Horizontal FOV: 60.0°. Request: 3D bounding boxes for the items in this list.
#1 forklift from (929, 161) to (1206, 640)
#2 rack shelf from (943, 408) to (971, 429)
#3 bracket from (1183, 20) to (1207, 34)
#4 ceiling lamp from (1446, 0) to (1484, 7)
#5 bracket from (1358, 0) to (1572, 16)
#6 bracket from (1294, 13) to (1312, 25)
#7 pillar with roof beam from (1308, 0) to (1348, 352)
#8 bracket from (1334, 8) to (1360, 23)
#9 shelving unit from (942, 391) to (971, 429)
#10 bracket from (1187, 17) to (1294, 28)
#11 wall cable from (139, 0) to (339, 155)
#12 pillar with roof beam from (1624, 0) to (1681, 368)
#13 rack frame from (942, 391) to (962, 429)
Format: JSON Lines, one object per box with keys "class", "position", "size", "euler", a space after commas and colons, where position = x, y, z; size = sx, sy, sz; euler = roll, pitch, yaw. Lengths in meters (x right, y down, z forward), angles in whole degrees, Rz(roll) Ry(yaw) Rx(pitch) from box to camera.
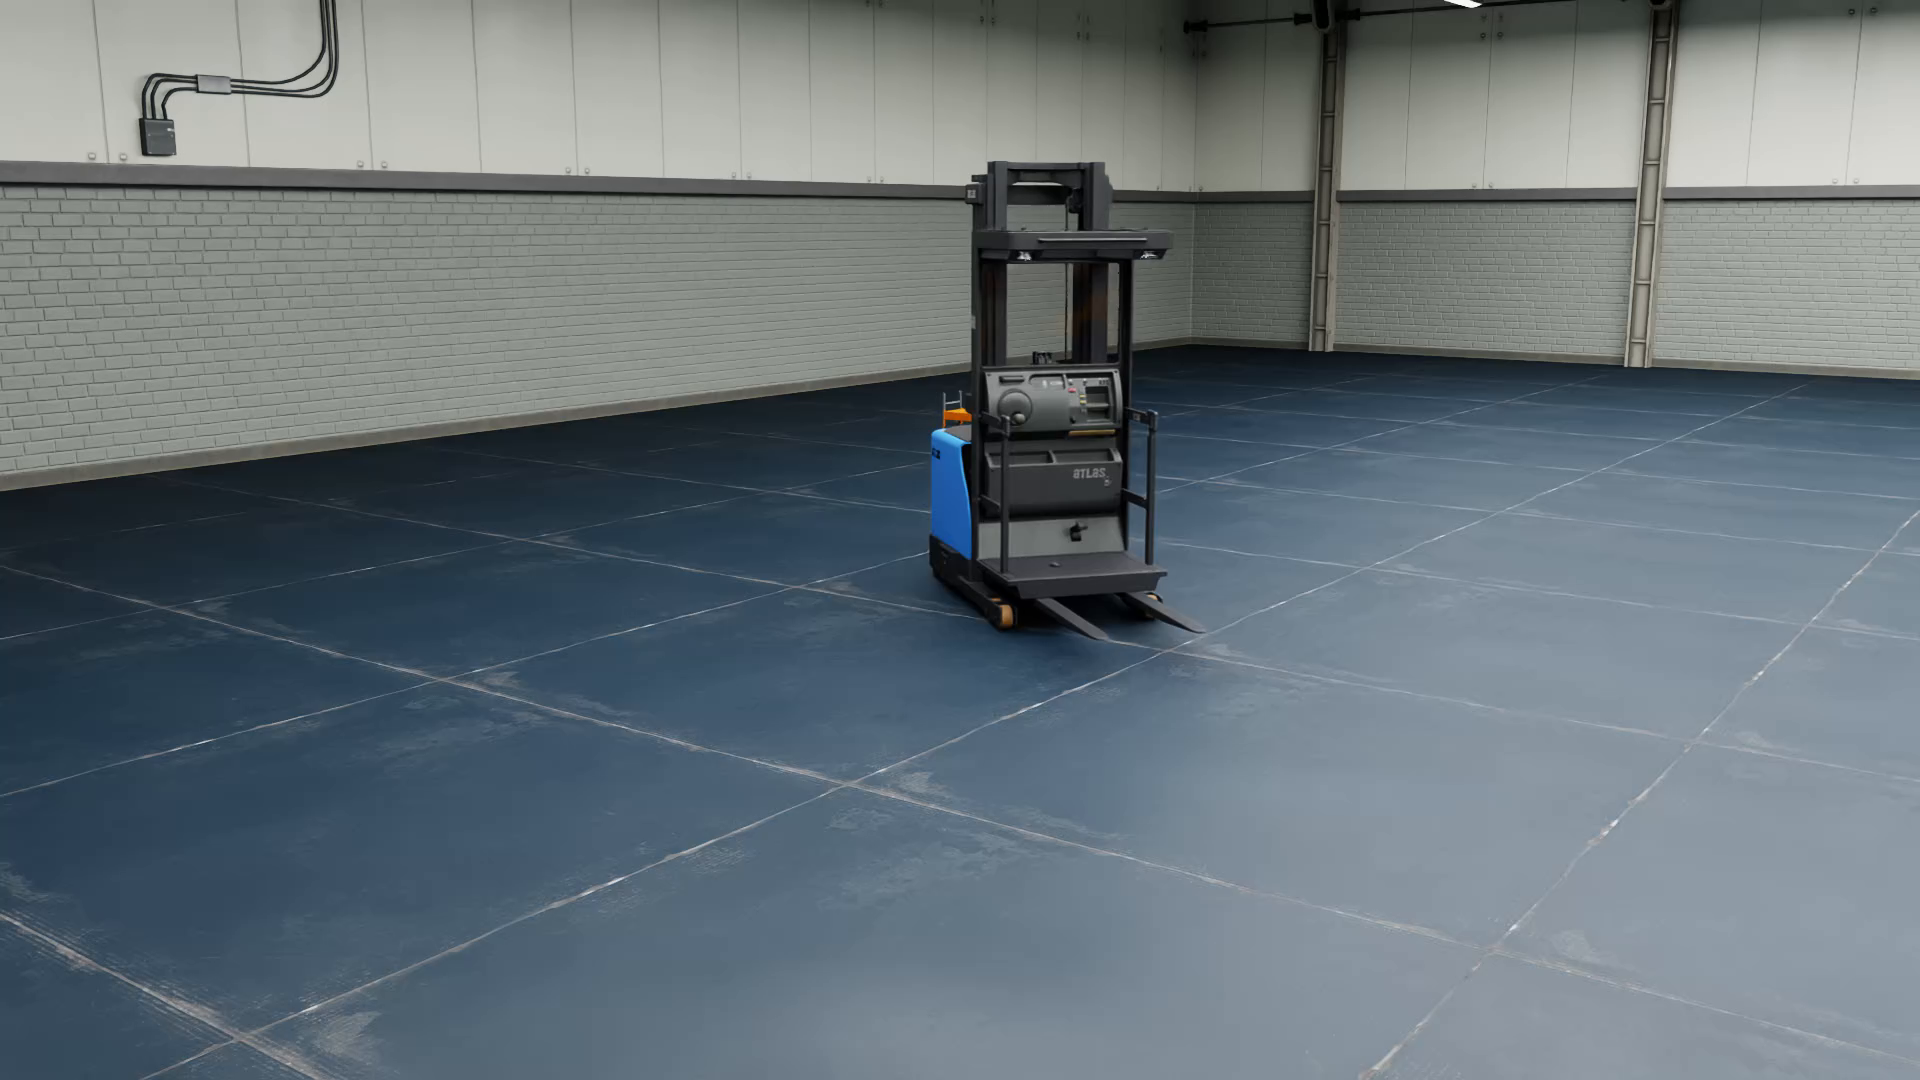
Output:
{"class": "forklift", "position": [0.680, -0.950, 10.723], "size": [1.130, 2.935, 3.031], "euler": [-3, 11, -16]}
{"class": "rack shelf", "position": [0.133, -0.956, 13.245], "size": [0.480, 0.148, 0.258], "euler": [8, 13, 36]}
{"class": "bracket", "position": [4.675, -10.180, 32.982], "size": [0.430, 0.232, 0.235], "euler": [8, 13, 36]}
{"class": "ceiling lamp", "position": [7.308, -9.826, 25.261], "size": [0.800, 3.185, 2.000], "euler": [8, 13, 36]}
{"class": "bracket", "position": [9.331, -9.531, 29.625], "size": [4.783, 0.066, 0.076], "euler": [8, 13, 36]}
{"class": "bracket", "position": [6.585, -9.914, 31.605], "size": [0.430, 0.232, 0.235], "euler": [8, 13, 36]}
{"class": "pillar with roof beam", "position": [4.582, -7.495, 28.580], "size": [0.548, 9.000, 9.100], "euler": [8, 13, 36]}
{"class": "bracket", "position": [7.254, -9.820, 31.122], "size": [0.430, 0.232, 0.235], "euler": [8, 13, 36]}
{"class": "shelving unit", "position": [0.133, -0.570, 13.320], "size": [0.503, 1.200, 0.258], "euler": [8, 13, 36]}
{"class": "bracket", "position": [5.151, -10.114, 32.639], "size": [3.189, 0.066, 0.076], "euler": [8, 13, 36]}
{"class": "wall cable", "position": [-7.475, -6.987, 16.998], "size": [0.169, 6.003, 2.305], "euler": [8, 13, 36]}
{"class": "pillar with roof beam", "position": [9.418, -6.820, 25.093], "size": [0.548, 9.000, 9.100], "euler": [8, 13, 36]}
{"class": "rack frame", "position": [-0.063, -0.598, 13.461], "size": [0.015, 1.200, 0.240], "euler": [8, 13, 36]}
